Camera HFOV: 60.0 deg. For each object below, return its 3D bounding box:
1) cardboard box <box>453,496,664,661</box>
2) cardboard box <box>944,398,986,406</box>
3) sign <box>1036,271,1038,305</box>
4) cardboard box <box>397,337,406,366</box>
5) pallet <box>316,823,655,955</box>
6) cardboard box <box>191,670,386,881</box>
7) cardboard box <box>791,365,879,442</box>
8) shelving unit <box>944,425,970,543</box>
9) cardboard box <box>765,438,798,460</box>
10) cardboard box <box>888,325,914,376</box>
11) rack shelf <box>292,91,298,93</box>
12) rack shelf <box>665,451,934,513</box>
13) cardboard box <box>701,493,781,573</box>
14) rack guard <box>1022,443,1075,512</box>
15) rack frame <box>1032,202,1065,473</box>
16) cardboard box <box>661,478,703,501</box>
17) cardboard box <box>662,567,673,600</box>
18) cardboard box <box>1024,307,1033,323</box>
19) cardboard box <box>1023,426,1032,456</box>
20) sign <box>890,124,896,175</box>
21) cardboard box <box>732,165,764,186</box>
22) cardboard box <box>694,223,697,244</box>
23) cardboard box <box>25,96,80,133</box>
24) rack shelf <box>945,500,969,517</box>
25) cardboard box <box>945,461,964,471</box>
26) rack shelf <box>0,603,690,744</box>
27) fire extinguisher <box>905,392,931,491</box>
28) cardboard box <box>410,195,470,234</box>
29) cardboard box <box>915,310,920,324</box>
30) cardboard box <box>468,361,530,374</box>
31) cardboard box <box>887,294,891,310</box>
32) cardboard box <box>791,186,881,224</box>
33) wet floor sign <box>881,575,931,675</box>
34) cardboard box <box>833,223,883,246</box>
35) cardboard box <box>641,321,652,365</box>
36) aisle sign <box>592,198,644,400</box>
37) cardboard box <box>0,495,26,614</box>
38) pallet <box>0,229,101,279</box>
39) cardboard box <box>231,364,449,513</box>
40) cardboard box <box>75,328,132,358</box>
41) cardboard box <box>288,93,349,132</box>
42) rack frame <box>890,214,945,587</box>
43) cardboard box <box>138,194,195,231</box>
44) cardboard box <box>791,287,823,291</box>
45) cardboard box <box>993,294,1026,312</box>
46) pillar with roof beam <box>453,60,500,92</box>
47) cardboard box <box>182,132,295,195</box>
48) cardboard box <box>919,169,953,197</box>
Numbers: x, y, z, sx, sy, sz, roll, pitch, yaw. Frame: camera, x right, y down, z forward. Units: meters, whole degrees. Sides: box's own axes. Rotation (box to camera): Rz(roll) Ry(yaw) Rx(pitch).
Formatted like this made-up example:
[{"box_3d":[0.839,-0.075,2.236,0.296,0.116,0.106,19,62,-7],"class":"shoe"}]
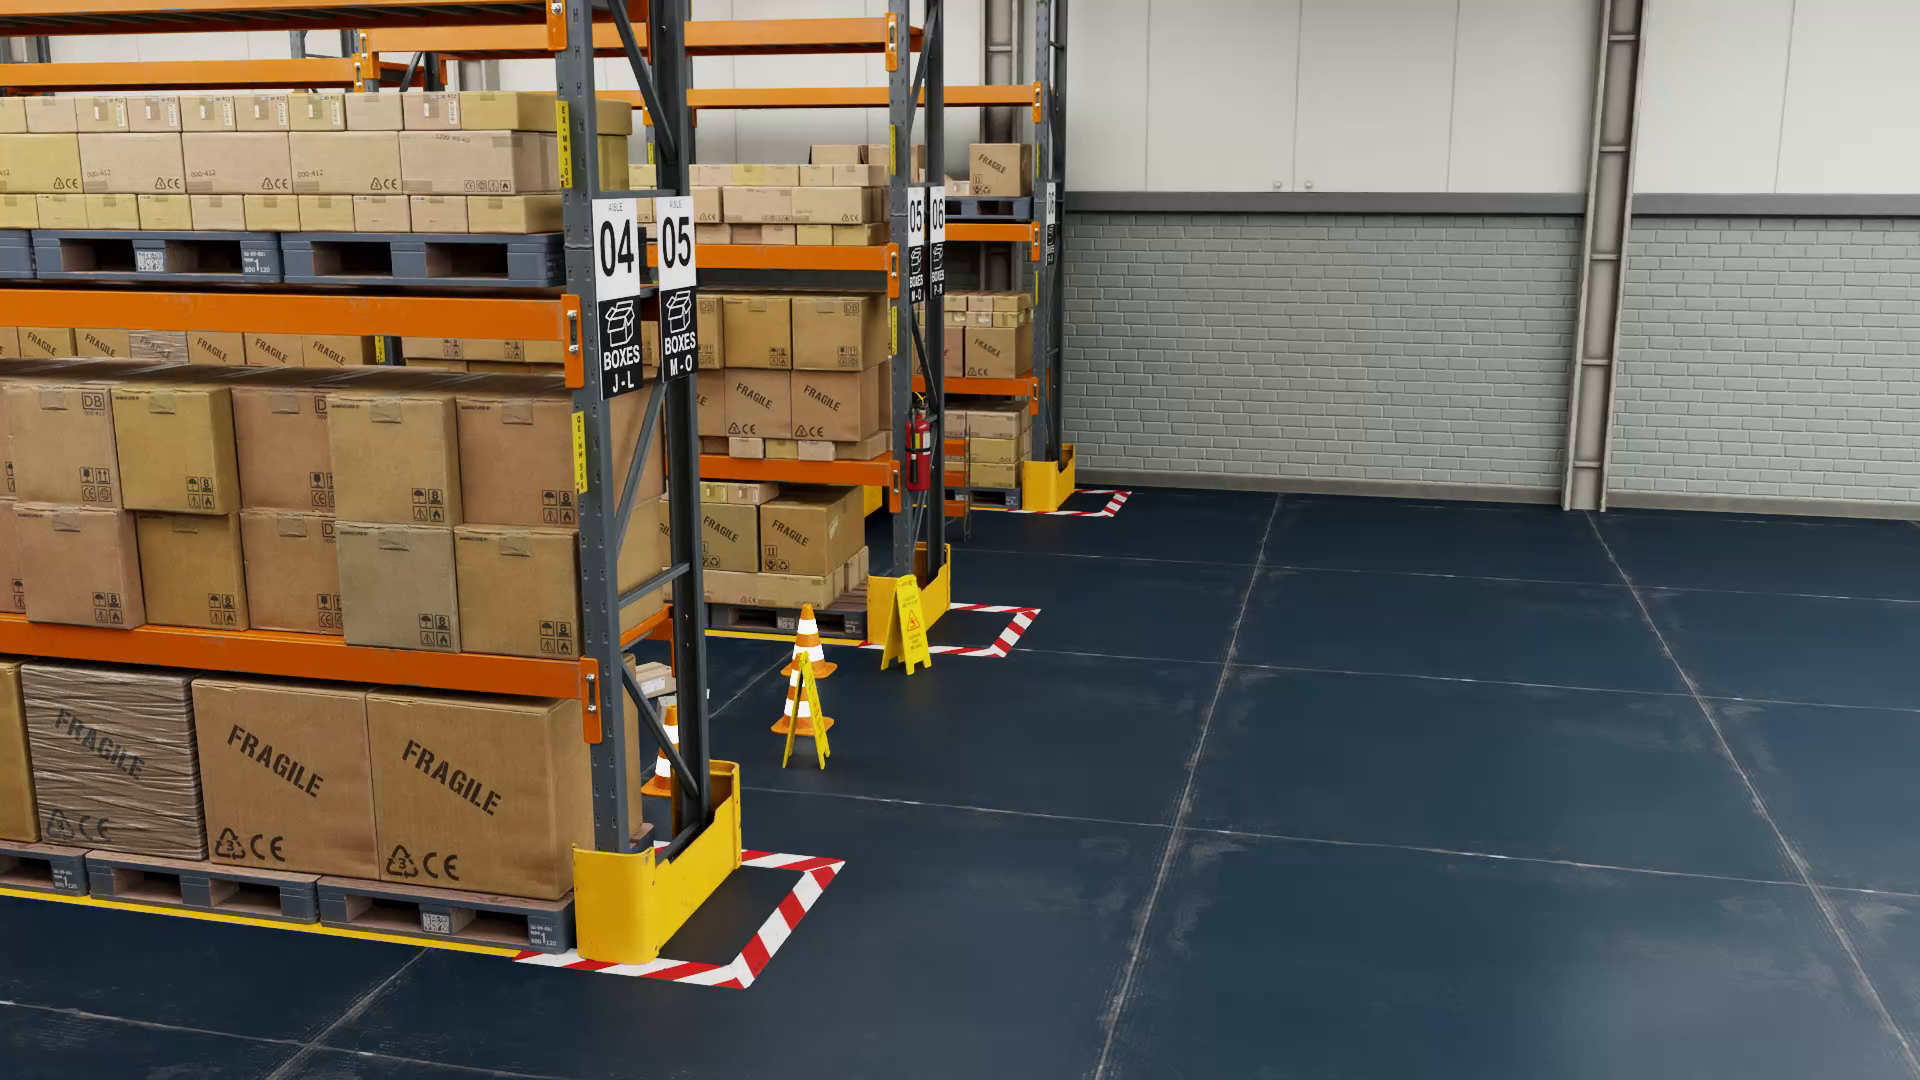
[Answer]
[{"box_3d":[-1.754,0.135,7.371,0.550,0.550,0.875,3,13,14],"class":"cardboard box"},{"box_3d":[-0.017,-1.313,17.313,0.500,0.250,0.500,3,13,14],"class":"cardboard box"},{"box_3d":[0.747,-2.440,16.102,0.005,0.325,0.100,3,13,14],"class":"sign"},{"box_3d":[-4.565,-1.520,13.287,0.500,0.500,0.500,3,13,15],"class":"cardboard box"},{"box_3d":[-2.178,1.554,7.758,1.213,0.211,1.003,3,13,14],"class":"pallet"},{"box_3d":[-2.912,0.984,7.828,0.875,0.875,0.875,3,13,13],"class":"cardboard box"},{"box_3d":[-0.888,-0.993,11.881,0.500,0.500,0.500,3,13,13],"class":"cardboard box"},{"box_3d":[-0.052,-0.515,15.149,0.252,1.050,0.215,3,13,14],"class":"shelving unit"},{"box_3d":[-1.226,-0.688,12.005,0.250,0.149,0.380,3,13,13],"class":"cardboard box"},{"box_3d":[-0.650,-1.947,16.869,0.500,0.500,0.500,3,13,12],"class":"cardboard box"},{"box_3d":[-8.819,-4.774,18.575,4.000,0.370,1.077,3,13,14],"class":"rack shelf"},{"box_3d":[-2.237,-0.581,12.604,4.000,0.370,1.077,3,13,14],"class":"rack shelf"},{"box_3d":[-1.643,-0.070,12.289,0.500,0.500,0.500,4,13,16],"class":"cardboard box"},{"box_3d":[0.914,-0.651,17.029,0.348,0.500,1.175,3,13,14],"class":"rack guard"},{"box_3d":[0.890,-1.872,16.764,0.127,3.000,1.000,3,13,14],"class":"rack frame"},{"box_3d":[-2.007,-0.393,12.247,0.250,0.149,0.380,4,13,16],"class":"cardboard box"},{"box_3d":[-2.155,0.269,12.491,0.500,0.250,0.500,3,13,12],"class":"cardboard box"},{"box_3d":[0.623,-2.310,17.008,0.250,0.149,0.380,3,13,12],"class":"cardboard box"},{"box_3d":[0.483,-1.047,17.269,0.500,0.250,0.500,3,13,15],"class":"cardboard box"},{"box_3d":[-0.448,-2.609,11.116,0.005,0.325,0.100,3,13,14],"class":"sign"},{"box_3d":[-1.422,-2.570,11.721,0.250,0.149,0.380,3,13,14],"class":"cardboard box"},{"box_3d":[-1.945,-2.202,11.905,0.250,0.149,0.380,3,13,12],"class":"cardboard box"},{"box_3d":[-3.759,-1.819,7.135,0.250,0.149,0.380,3,13,13],"class":"cardboard box"},{"box_3d":[-0.052,-0.234,15.211,0.240,0.259,0.215,3,13,14],"class":"rack shelf"},{"box_3d":[-0.122,-0.721,16.952,0.500,0.250,0.500,3,13,14],"class":"cardboard box"},{"box_3d":[-3.325,0.465,7.889,4.000,0.370,1.077,3,13,14],"class":"rack shelf"},{"box_3d":[-0.295,-0.688,11.603,0.183,0.674,0.296,3,13,14],"class":"fire extinguisher"},{"box_3d":[-2.032,-1.337,6.805,0.250,0.149,0.380,3,13,14],"class":"cardboard box"},{"box_3d":[-0.515,-2.249,16.735,0.250,0.149,0.380,3,13,12],"class":"cardboard box"},{"box_3d":[-3.326,-1.127,12.489,0.500,0.500,0.500,3,13,13],"class":"cardboard box"},{"box_3d":[-0.771,-2.403,16.738,0.250,0.149,0.380,3,13,15],"class":"cardboard box"},{"box_3d":[-0.857,-2.335,11.582,0.500,0.250,0.500,3,13,13],"class":"cardboard box"},{"box_3d":[-0.367,0.556,11.255,0.232,0.644,0.267,8,15,33],"class":"wet floor sign"},{"box_3d":[-0.709,-2.130,11.579,0.250,0.149,0.380,3,13,14],"class":"cardboard box"},{"box_3d":[-2.304,-1.579,12.215,0.500,0.500,0.700,3,13,13],"class":"cardboard box"},{"box_3d":[-1.386,-0.985,6.761,0.004,0.787,0.394,3,13,14],"class":"aisle sign"},{"box_3d":[-4.366,-0.023,8.080,0.550,0.550,0.875,3,13,14],"class":"cardboard box"},{"box_3d":[-4.475,-1.366,7.762,1.213,0.211,1.003,3,13,14],"class":"pallet"},{"box_3d":[-2.802,-0.477,7.634,0.550,0.550,0.875,3,13,14],"class":"cardboard box"},{"box_3d":[-6.656,-1.519,13.283,0.500,0.500,0.500,3,13,14],"class":"cardboard box"},{"box_3d":[-2.534,-1.753,6.839,0.250,0.149,0.380,3,13,14],"class":"cardboard box"},{"box_3d":[-0.295,-0.828,12.058,0.127,3.000,1.000,3,13,14],"class":"rack frame"},{"box_3d":[-3.268,-1.403,7.103,0.250,0.149,0.380,3,13,14],"class":"cardboard box"},{"box_3d":[-1.612,-2.587,17.572,0.250,0.149,0.380,3,13,13],"class":"cardboard box"},{"box_3d":[0.492,-2.357,16.535,0.250,0.149,0.380,3,13,14],"class":"cardboard box"},{"box_3d":[-6.427,-4.433,14.454,0.400,9.000,9.100,3,13,14],"class":"pillar with roof beam"},{"box_3d":[-2.898,-1.591,7.032,0.500,0.250,0.500,3,13,13],"class":"cardboard box"},{"box_3d":[-0.233,-3.517,16.363,0.258,0.266,0.396,3,13,14],"class":"cardboard box"}]
